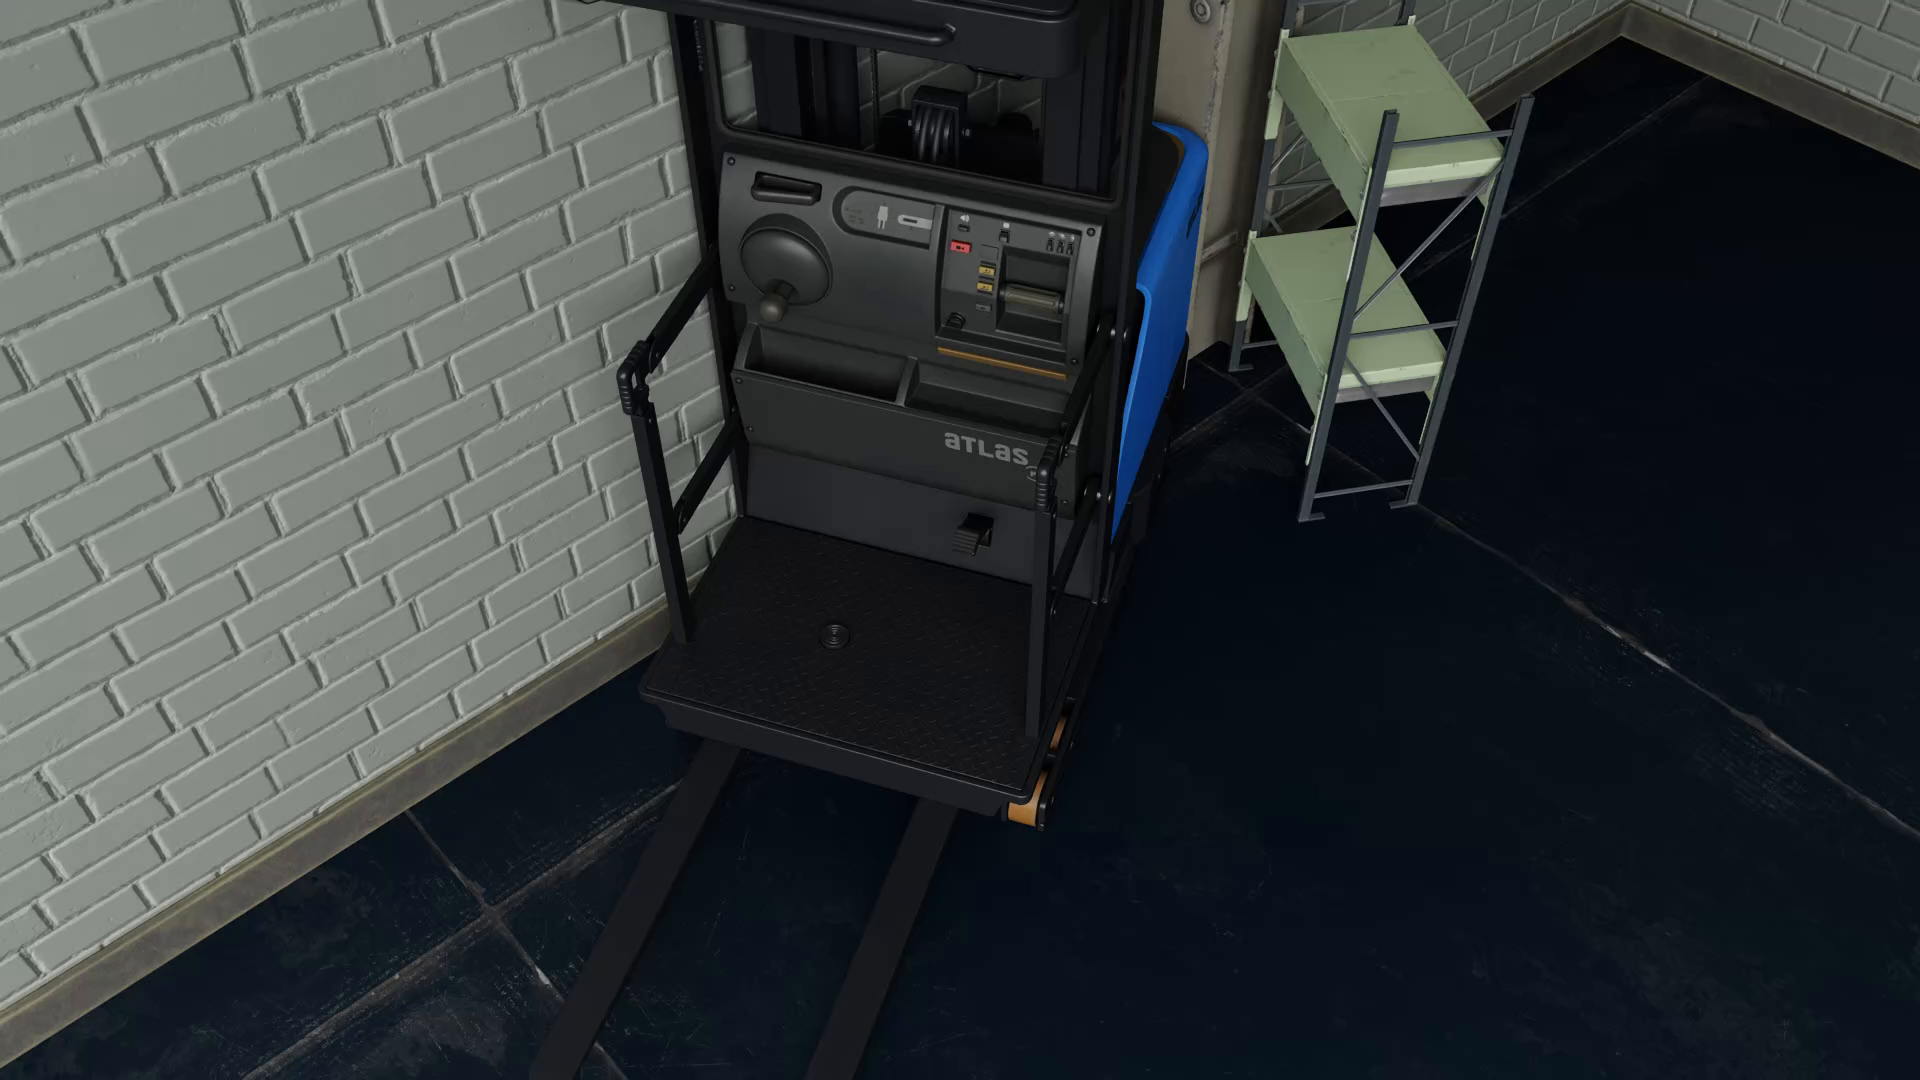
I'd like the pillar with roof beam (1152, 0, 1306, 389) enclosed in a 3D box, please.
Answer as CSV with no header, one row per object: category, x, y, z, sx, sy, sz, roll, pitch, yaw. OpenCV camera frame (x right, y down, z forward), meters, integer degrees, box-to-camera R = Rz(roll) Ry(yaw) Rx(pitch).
pillar with roof beam,3.674,-1.390,0.410,0.400,9.000,9.100,-34,56,-27

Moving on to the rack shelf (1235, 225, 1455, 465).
rack shelf,1.201,-0.644,5.267,0.431,0.370,0.720,-8,48,-8

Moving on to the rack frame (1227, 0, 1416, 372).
rack frame,1.129,-1.128,5.271,0.400,1.500,0.023,-8,48,-8

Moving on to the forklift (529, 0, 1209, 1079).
forklift,-0.195,-0.559,3.772,1.130,2.935,3.031,14,49,12

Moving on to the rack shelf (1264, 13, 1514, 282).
rack shelf,1.201,-1.129,4.741,0.431,0.370,0.720,-8,48,-8

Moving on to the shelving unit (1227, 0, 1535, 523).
shelving unit,1.201,-0.865,5.027,0.431,1.500,0.755,-8,48,-8

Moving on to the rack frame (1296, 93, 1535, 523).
rack frame,1.273,-0.601,4.784,0.400,1.500,0.023,-8,48,-8
